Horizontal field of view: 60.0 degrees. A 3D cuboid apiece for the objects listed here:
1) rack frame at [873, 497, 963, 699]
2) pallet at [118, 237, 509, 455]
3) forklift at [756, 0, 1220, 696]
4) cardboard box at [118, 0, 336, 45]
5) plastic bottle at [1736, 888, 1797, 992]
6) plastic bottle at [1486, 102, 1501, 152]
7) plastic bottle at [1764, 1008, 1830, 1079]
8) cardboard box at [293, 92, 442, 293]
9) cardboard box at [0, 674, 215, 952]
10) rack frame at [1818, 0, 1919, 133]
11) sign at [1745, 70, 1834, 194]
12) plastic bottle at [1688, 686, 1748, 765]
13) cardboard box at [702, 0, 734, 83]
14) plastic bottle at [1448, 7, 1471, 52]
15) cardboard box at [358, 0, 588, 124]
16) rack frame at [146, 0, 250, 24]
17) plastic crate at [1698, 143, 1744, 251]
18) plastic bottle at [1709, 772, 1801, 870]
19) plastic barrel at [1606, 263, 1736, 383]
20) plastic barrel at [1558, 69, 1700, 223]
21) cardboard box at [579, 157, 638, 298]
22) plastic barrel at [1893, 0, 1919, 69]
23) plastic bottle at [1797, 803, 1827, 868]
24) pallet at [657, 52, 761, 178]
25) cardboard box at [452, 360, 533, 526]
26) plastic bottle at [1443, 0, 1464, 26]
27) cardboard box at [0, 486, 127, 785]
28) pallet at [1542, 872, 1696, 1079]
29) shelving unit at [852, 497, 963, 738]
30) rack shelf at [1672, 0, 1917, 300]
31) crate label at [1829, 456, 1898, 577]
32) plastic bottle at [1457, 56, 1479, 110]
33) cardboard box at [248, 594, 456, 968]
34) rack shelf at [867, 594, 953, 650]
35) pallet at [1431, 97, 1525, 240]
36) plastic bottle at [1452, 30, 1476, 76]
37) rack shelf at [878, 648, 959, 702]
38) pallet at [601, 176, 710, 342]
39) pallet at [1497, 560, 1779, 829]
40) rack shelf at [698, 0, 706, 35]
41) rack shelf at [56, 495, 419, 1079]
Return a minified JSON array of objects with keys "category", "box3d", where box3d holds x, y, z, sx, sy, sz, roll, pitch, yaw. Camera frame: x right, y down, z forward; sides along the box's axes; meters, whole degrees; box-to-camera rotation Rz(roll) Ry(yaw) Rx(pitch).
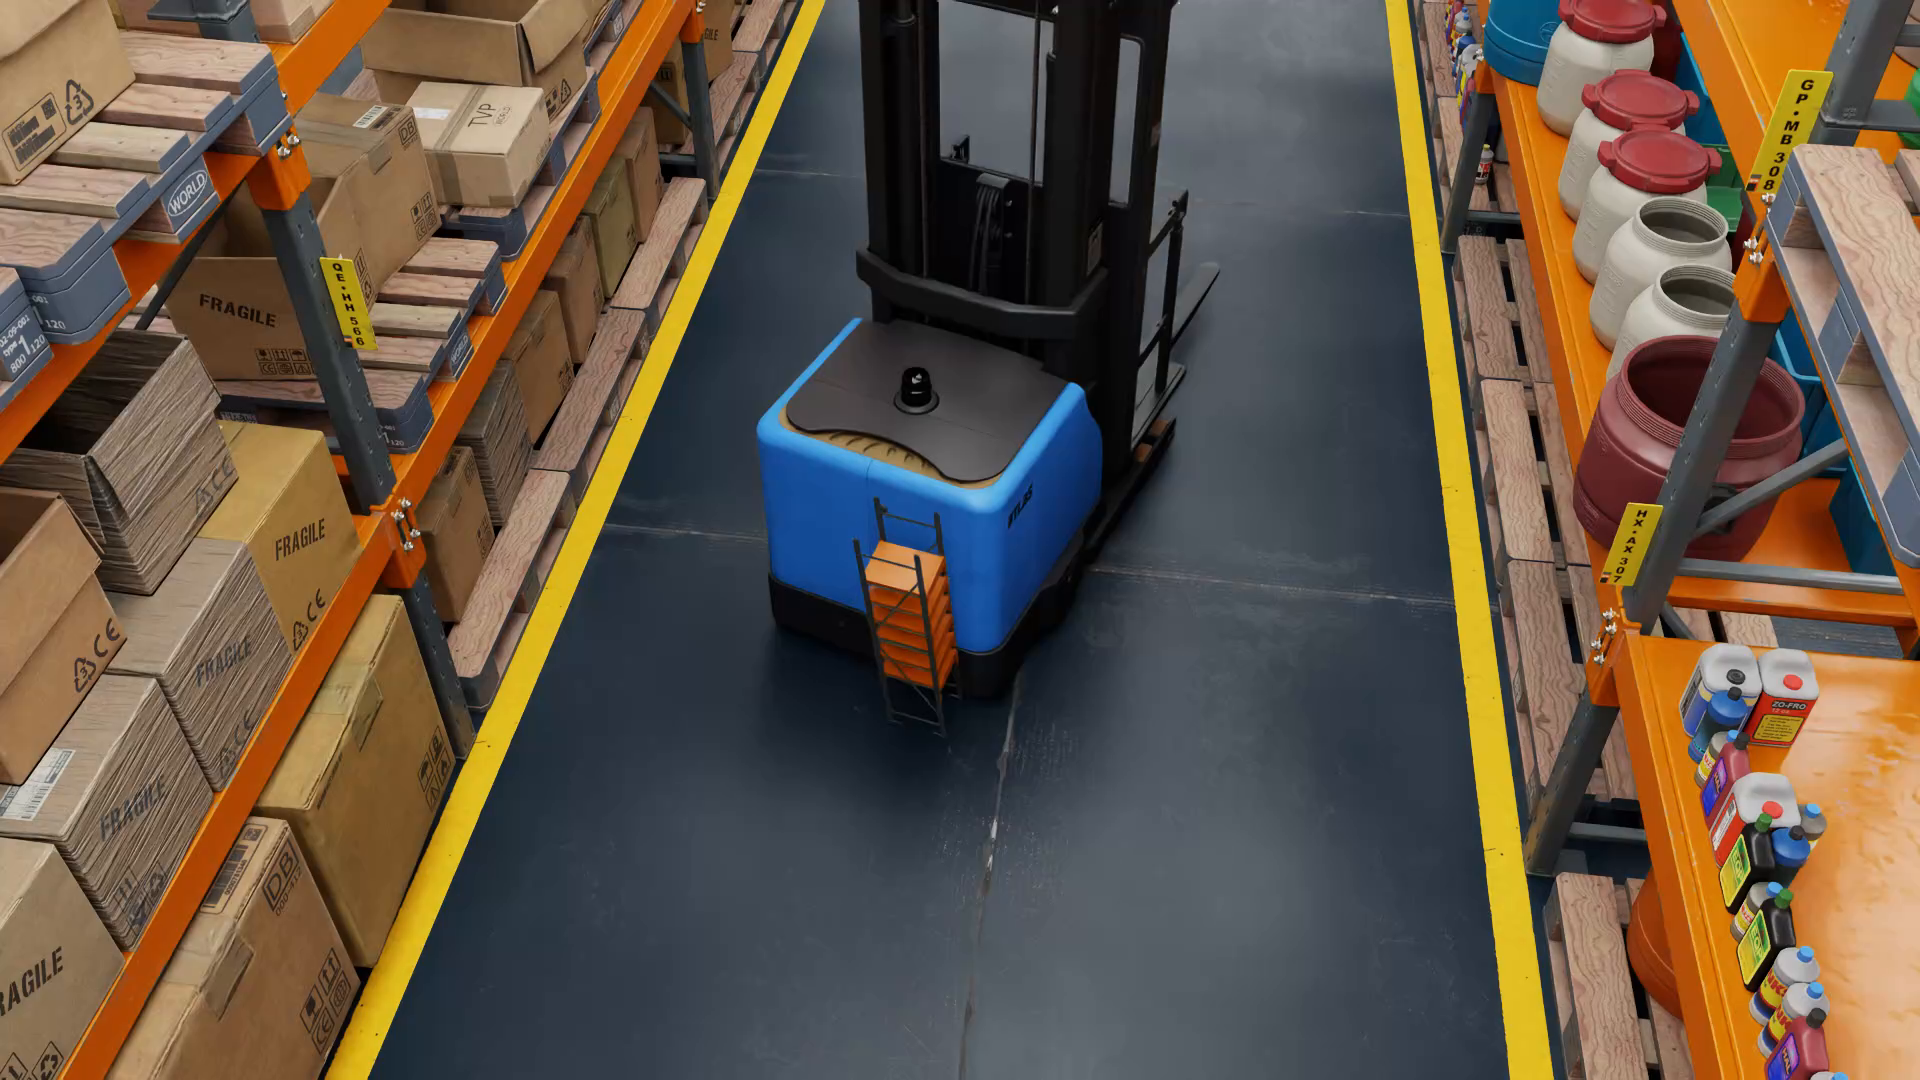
[{"category":"rack frame","box3d":[-0.142,0.239,6.089,0.240,1.200,0.006,15,56,15]},{"category":"pallet","box3d":[-2.386,-0.756,6.006,1.213,0.211,1.003,5,44,6]},{"category":"forklift","box3d":[0.337,-1.467,6.667,1.130,2.935,3.031,19,47,19]},{"category":"cardboard box","box3d":[-2.060,-1.662,4.751,0.500,0.250,0.500,6,44,6]},{"category":"plastic bottle","box3d":[2.003,0.988,4.110,0.061,0.283,0.133,5,44,6]},{"category":"plastic bottle","box3d":[2.863,-2.269,9.071,0.144,0.351,0.185,4,44,4]},{"category":"plastic bottle","box3d":[1.959,1.211,3.874,0.061,0.283,0.133,5,44,6]},{"category":"cardboard box","box3d":[-2.368,-1.280,6.042,0.700,0.500,0.500,11,45,12]},{"category":"cardboard box","box3d":[-2.331,0.686,4.271,0.500,0.500,0.500,4,44,4]},{"category":"rack frame","box3d":[2.535,-2.058,2.879,1.000,3.000,0.127,5,44,6]},{"category":"sign","box3d":[1.989,-0.976,3.994,0.100,0.325,0.005,5,44,6]},{"category":"plastic bottle","box3d":[2.115,0.509,4.624,0.097,0.271,0.097,0,43,0]},{"category":"cardboard box","box3d":[-1.685,-2.961,9.708,0.500,0.500,0.500,19,46,19]},{"category":"plastic bottle","box3d":[2.999,-3.060,9.965,0.097,0.271,0.097,0,43,0]},{"category":"cardboard box","box3d":[-1.983,-2.056,6.859,0.797,0.503,0.637,9,44,10]},{"category":"rack frame","box3d":[-2.374,-2.508,3.354,1.000,3.000,0.127,5,44,6]},{"category":"plastic crate","box3d":[3.113,-1.316,6.613,0.450,0.188,0.662,5,44,6]},{"category":"plastic bottle","box3d":[2.096,0.746,4.371,0.152,0.276,0.135,5,44,6]},{"category":"plastic barrel","box3d":[2.459,-0.641,5.664,0.421,0.512,0.421,0,43,0]},{"category":"plastic barrel","box3d":[2.623,-1.523,6.578,0.433,0.535,0.433,0,43,0]},{"category":"cardboard box","box3d":[-2.030,-1.568,8.223,0.700,0.500,0.500,5,44,5]},{"category":"plastic barrel","box3d":[2.859,-1.691,4.308,0.600,0.901,0.600,0,43,0]},{"category":"plastic bottle","box3d":[2.222,0.772,4.398,0.097,0.201,0.097,0,43,0]},{"category":"pallet","box3d":[-1.792,-2.504,9.742,1.003,0.211,1.213,5,44,6]},{"category":"cardboard box","box3d":[-2.245,-0.420,7.010,0.700,0.500,0.500,2,43,2]},{"category":"plastic bottle","box3d":[3.044,-3.294,10.211,0.097,0.271,0.097,0,43,0]},{"category":"cardboard box","box3d":[-2.576,0.210,4.044,0.797,0.503,0.637,6,44,6]},{"category":"pallet","box3d":[2.472,1.674,5.329,1.003,0.211,1.213,5,44,6]},{"category":"shelving unit","box3d":[-0.174,0.309,6.039,0.258,1.200,0.189,15,56,15]},{"category":"rack shelf","box3d":[2.799,-2.071,5.597,1.077,0.370,4.000,5,44,6]},{"category":"crate label","box3d":[2.962,-0.072,5.266,0.303,0.233,0.416,5,44,6]},{"category":"plastic bottle","box3d":[2.931,-2.620,9.442,0.144,0.351,0.185,5,44,5]},{"category":"cardboard box","box3d":[-2.486,0.757,5.508,1.225,0.875,0.875,3,44,4]},{"category":"rack shelf","box3d":[-0.179,0.264,5.979,0.258,0.103,0.180,15,56,15]},{"category":"pallet","box3d":[3.194,-2.047,9.259,1.003,0.211,1.213,5,44,6]},{"category":"plastic bottle","box3d":[2.959,-2.854,9.747,0.097,0.271,0.097,0,43,0]},{"category":"rack shelf","box3d":[-0.155,0.477,6.268,0.258,0.103,0.180,15,56,15]},{"category":"pallet","box3d":[-1.947,-1.513,8.694,1.003,0.211,1.213,5,44,6]},{"category":"pallet","box3d":[2.676,0.608,6.454,1.003,0.211,1.213,5,44,6]},{"category":"rack shelf","box3d":[-1.581,-4.158,9.983,1.077,0.370,4.000,5,44,6]},{"category":"rack shelf","box3d":[-2.639,1.294,4.225,1.077,0.370,4.000,5,44,6]}]
